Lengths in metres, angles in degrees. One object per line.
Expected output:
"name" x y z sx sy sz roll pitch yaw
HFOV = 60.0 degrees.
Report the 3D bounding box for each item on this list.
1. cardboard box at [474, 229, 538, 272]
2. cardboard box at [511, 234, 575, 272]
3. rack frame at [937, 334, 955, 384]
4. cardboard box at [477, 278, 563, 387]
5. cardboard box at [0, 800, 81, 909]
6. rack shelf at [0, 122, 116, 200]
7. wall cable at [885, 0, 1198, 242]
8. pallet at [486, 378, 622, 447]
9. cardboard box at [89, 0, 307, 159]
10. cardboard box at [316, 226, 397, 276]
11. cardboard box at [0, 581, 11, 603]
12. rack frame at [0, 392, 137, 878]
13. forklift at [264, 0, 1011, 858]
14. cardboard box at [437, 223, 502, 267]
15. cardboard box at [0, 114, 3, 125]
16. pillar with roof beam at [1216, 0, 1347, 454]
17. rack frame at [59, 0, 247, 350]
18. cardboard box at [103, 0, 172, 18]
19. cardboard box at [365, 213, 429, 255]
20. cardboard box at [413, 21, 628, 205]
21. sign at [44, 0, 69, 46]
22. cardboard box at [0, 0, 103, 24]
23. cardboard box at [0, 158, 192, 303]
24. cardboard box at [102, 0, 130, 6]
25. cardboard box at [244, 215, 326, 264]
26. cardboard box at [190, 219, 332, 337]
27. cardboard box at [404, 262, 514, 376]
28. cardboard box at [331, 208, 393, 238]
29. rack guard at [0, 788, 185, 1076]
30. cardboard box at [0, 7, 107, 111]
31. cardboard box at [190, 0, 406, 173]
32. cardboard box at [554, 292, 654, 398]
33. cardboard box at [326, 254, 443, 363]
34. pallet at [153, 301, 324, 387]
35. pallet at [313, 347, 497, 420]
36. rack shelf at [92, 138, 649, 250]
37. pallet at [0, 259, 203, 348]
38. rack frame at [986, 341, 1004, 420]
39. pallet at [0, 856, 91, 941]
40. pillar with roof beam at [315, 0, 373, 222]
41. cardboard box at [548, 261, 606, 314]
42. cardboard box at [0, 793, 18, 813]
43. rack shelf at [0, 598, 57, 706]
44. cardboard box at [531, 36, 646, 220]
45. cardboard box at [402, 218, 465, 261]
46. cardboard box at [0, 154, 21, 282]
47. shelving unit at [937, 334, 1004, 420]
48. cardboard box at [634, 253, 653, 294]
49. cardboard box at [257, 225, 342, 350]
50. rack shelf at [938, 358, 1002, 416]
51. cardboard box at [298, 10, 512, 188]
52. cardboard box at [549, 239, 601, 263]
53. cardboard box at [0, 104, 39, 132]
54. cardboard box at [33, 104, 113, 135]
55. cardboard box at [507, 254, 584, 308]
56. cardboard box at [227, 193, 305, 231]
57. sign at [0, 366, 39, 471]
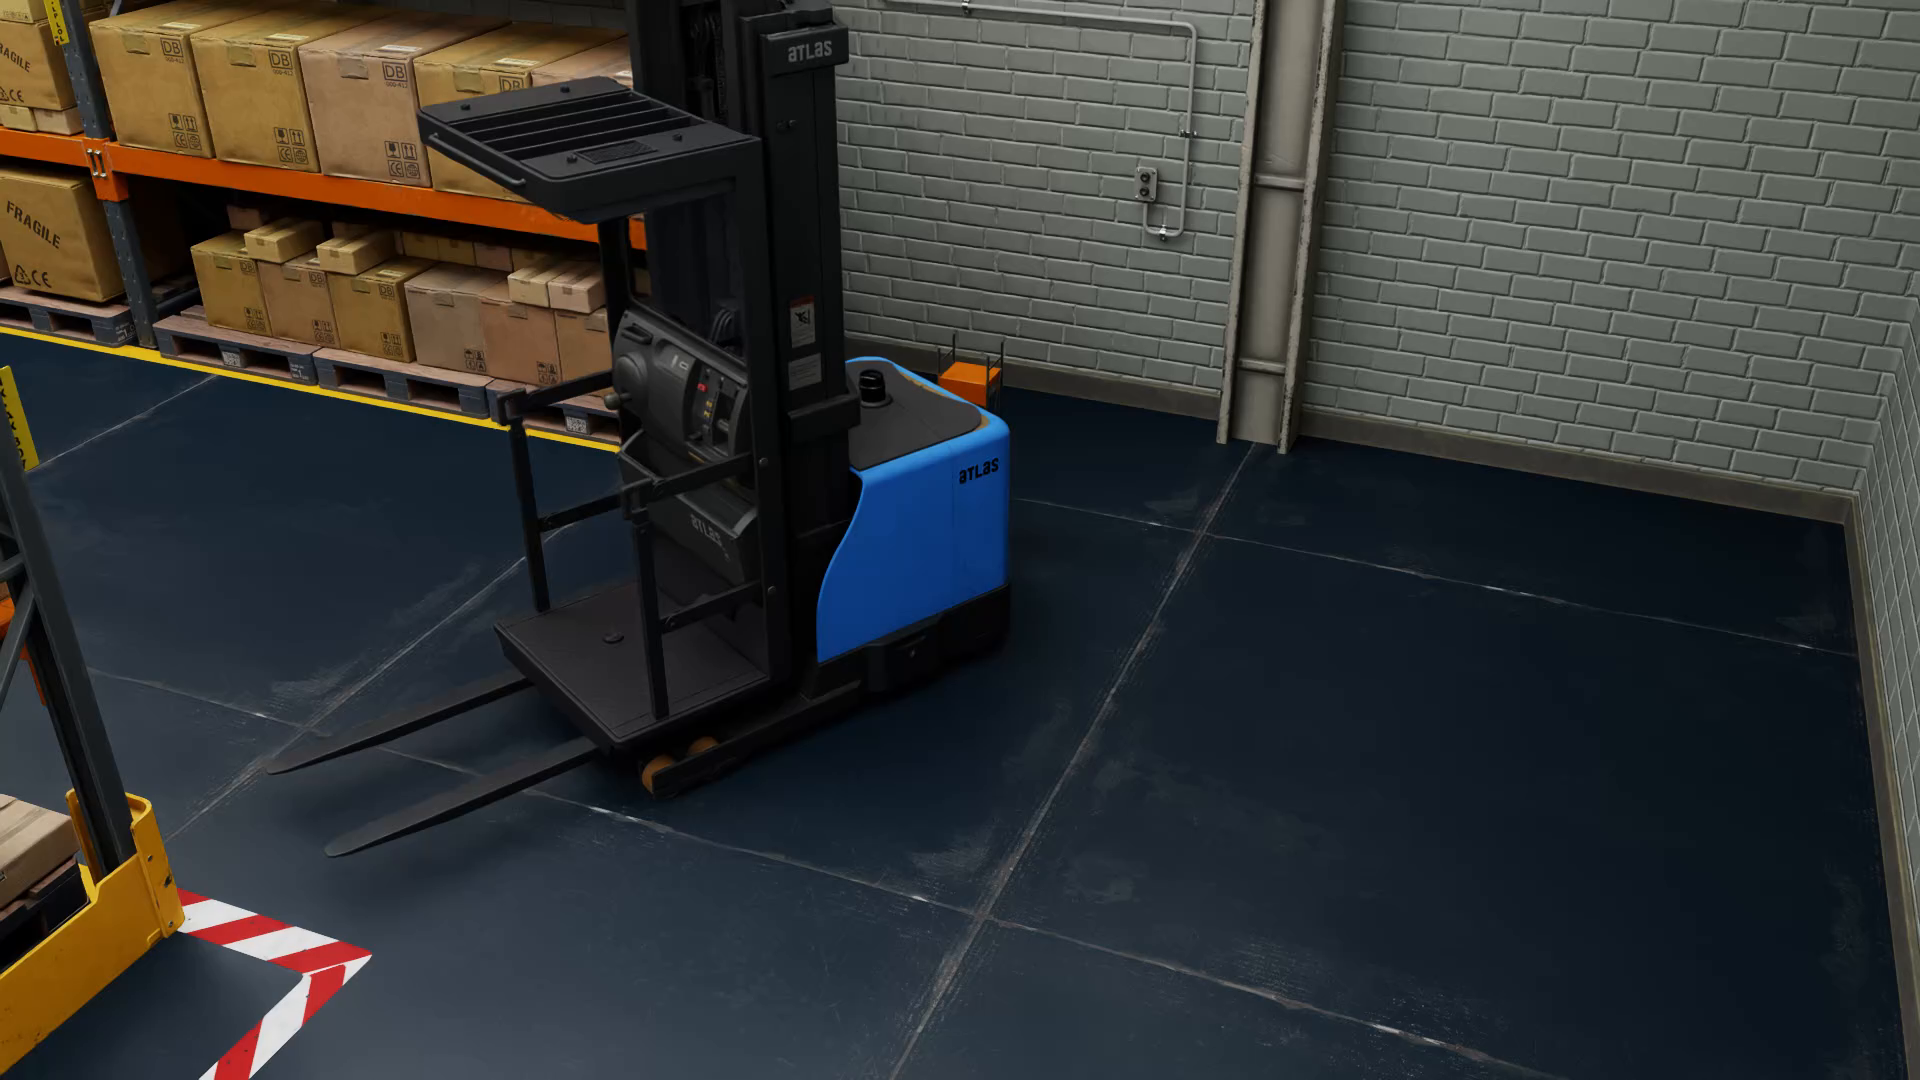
"cardboard box" -2.600 -1.701 9.665 0.250 0.149 0.380 12 32 20
"cardboard box" -2.364 -1.654 9.583 0.250 0.149 0.380 12 31 20
"rack frame" -0.063 -0.470 8.014 0.008 1.050 0.200 11 31 19
"cardboard box" -2.317 -1.256 9.538 0.500 0.500 0.700 11 31 19
"cardboard box" -3.285 1.089 5.724 0.250 0.149 0.380 11 31 19
"rack shelf" -6.727 -2.782 10.855 4.000 0.370 1.077 11 31 19
"wall cable" 0.375 -2.622 8.808 1.851 1.984 0.084 11 31 19
"pallet" -1.937 -0.884 9.599 1.213 0.211 1.003 11 31 19
"cardboard box" -4.377 -2.748 9.759 0.700 0.700 0.980 12 32 20
"cardboard box" -3.487 -1.674 9.618 0.250 0.149 0.380 10 31 18
"cardboard box" -3.338 0.028 5.050 0.500 0.500 0.500 12 32 20
"rack frame" -3.026 0.274 4.717 0.127 3.000 1.000 11 31 19
"forklift" -1.242 -0.563 6.267 3.031 2.935 1.130 -22 36 -33
"cardboard box" -2.838 -1.748 9.749 0.250 0.149 0.380 12 31 20
"cardboard box" -5.759 -2.663 10.147 0.250 0.149 0.380 12 32 21
"pillar with roof beam" 0.042 -2.529 3.579 0.400 9.000 9.100 11 31 19
"rack frame" -4.873 -2.725 10.023 0.127 3.000 1.000 11 31 19
"cardboard box" -5.205 -3.107 10.275 0.500 0.500 0.500 10 31 17
"cardboard box" -3.312 -1.843 9.916 0.250 0.149 0.380 12 31 20
"cardboard box" -2.322 -2.335 9.028 0.700 0.700 0.980 11 31 19
"sign" -5.068 -2.946 9.317 0.005 0.325 0.100 11 31 19
"cardboard box" -5.402 -3.203 9.683 0.500 0.250 0.500 12 32 20
"cardboard box" -5.525 -2.033 10.557 0.750 0.750 0.750 12 32 20
"cardboard box" -5.202 -3.438 10.097 0.500 0.250 0.500 12 32 21
"cardboard box" -3.970 -1.771 9.789 0.250 0.149 0.380 12 32 21
"cardboard box" -4.219 -1.635 10.208 0.500 0.500 0.700 12 32 20
"cardboard box" -2.783 -1.349 9.702 0.500 0.500 0.700 10 31 17
"cardboard box" -3.545 -1.890 9.999 0.250 0.149 0.380 10 31 18
"rack guard" -3.096 1.348 5.357 0.348 0.500 1.175 11 31 19
"cardboard box" -5.396 -2.878 9.868 0.500 0.500 0.500 11 31 18
"cardboard box" -3.703 -2.611 9.516 0.700 0.700 0.980 10 31 18
"cardboard box" -1.853 -1.164 9.374 0.500 0.500 0.700 11 31 19
"cardboard box" -3.280 -1.445 9.871 0.500 0.500 0.700 12 32 20
"pallet" -4.198 -1.335 10.398 1.213 0.211 1.003 11 31 19
"pallet" -3.064 -1.110 10.000 1.213 0.211 1.003 11 31 19
"rack shelf" -3.020 -2.042 9.546 4.000 0.370 1.077 11 31 19
"pallet" -5.617 -1.620 10.901 1.213 0.211 1.003 11 31 19
"rack frame" 0.163 -0.425 7.934 0.008 1.050 0.200 11 31 19
"pallet" -3.835 1.327 5.688 1.213 0.211 1.003 11 31 19
"pillar with roof beam" -5.518 -3.639 5.543 0.400 9.000 9.100 11 31 19
"cardboard box" -2.041 -1.387 9.110 0.250 0.149 0.380 11 31 19
"cardboard box" -3.516 1.035 5.802 0.250 0.166 0.380 11 31 19
"rack shelf" -4.879 0.217 5.549 4.000 0.370 1.077 11 31 19
"cardboard box" -1.643 -2.206 8.799 0.700 0.700 0.980 13 32 21
"cardboard box" -3.072 -1.795 9.832 0.250 0.149 0.380 11 31 18
"cardboard box" -6.349 -2.196 10.846 0.750 0.750 0.750 12 32 21
"shelving unit" 0.050 -0.447 7.974 0.252 1.050 0.215 11 31 19
"cardboard box" -1.662 -1.514 9.335 0.250 0.149 0.380 12 31 19
"cardboard box" -3.755 -1.540 10.041 0.500 0.500 0.700 11 31 19
"rack shelf" 0.050 -0.685 7.840 0.240 0.259 0.215 11 31 19
"cardboard box" -3.025 -2.481 9.285 0.700 0.700 0.980 10 31 17
"cardboard box" -2.132 -1.608 9.500 0.250 0.149 0.380 11 31 19
"cardboard box" -5.536 -2.594 10.026 0.250 0.149 0.380 12 32 20
"cardboard box" -5.293 -2.558 9.963 0.250 0.149 0.380 12 31 20
"cardboard box" -2.278 -1.434 9.193 0.250 0.149 0.380 12 32 20
"cardboard box" -4.279 -2.035 10.256 0.250 0.149 0.380 11 31 19
"sign" -2.822 -0.350 4.942 0.005 0.325 0.100 11 31 19
